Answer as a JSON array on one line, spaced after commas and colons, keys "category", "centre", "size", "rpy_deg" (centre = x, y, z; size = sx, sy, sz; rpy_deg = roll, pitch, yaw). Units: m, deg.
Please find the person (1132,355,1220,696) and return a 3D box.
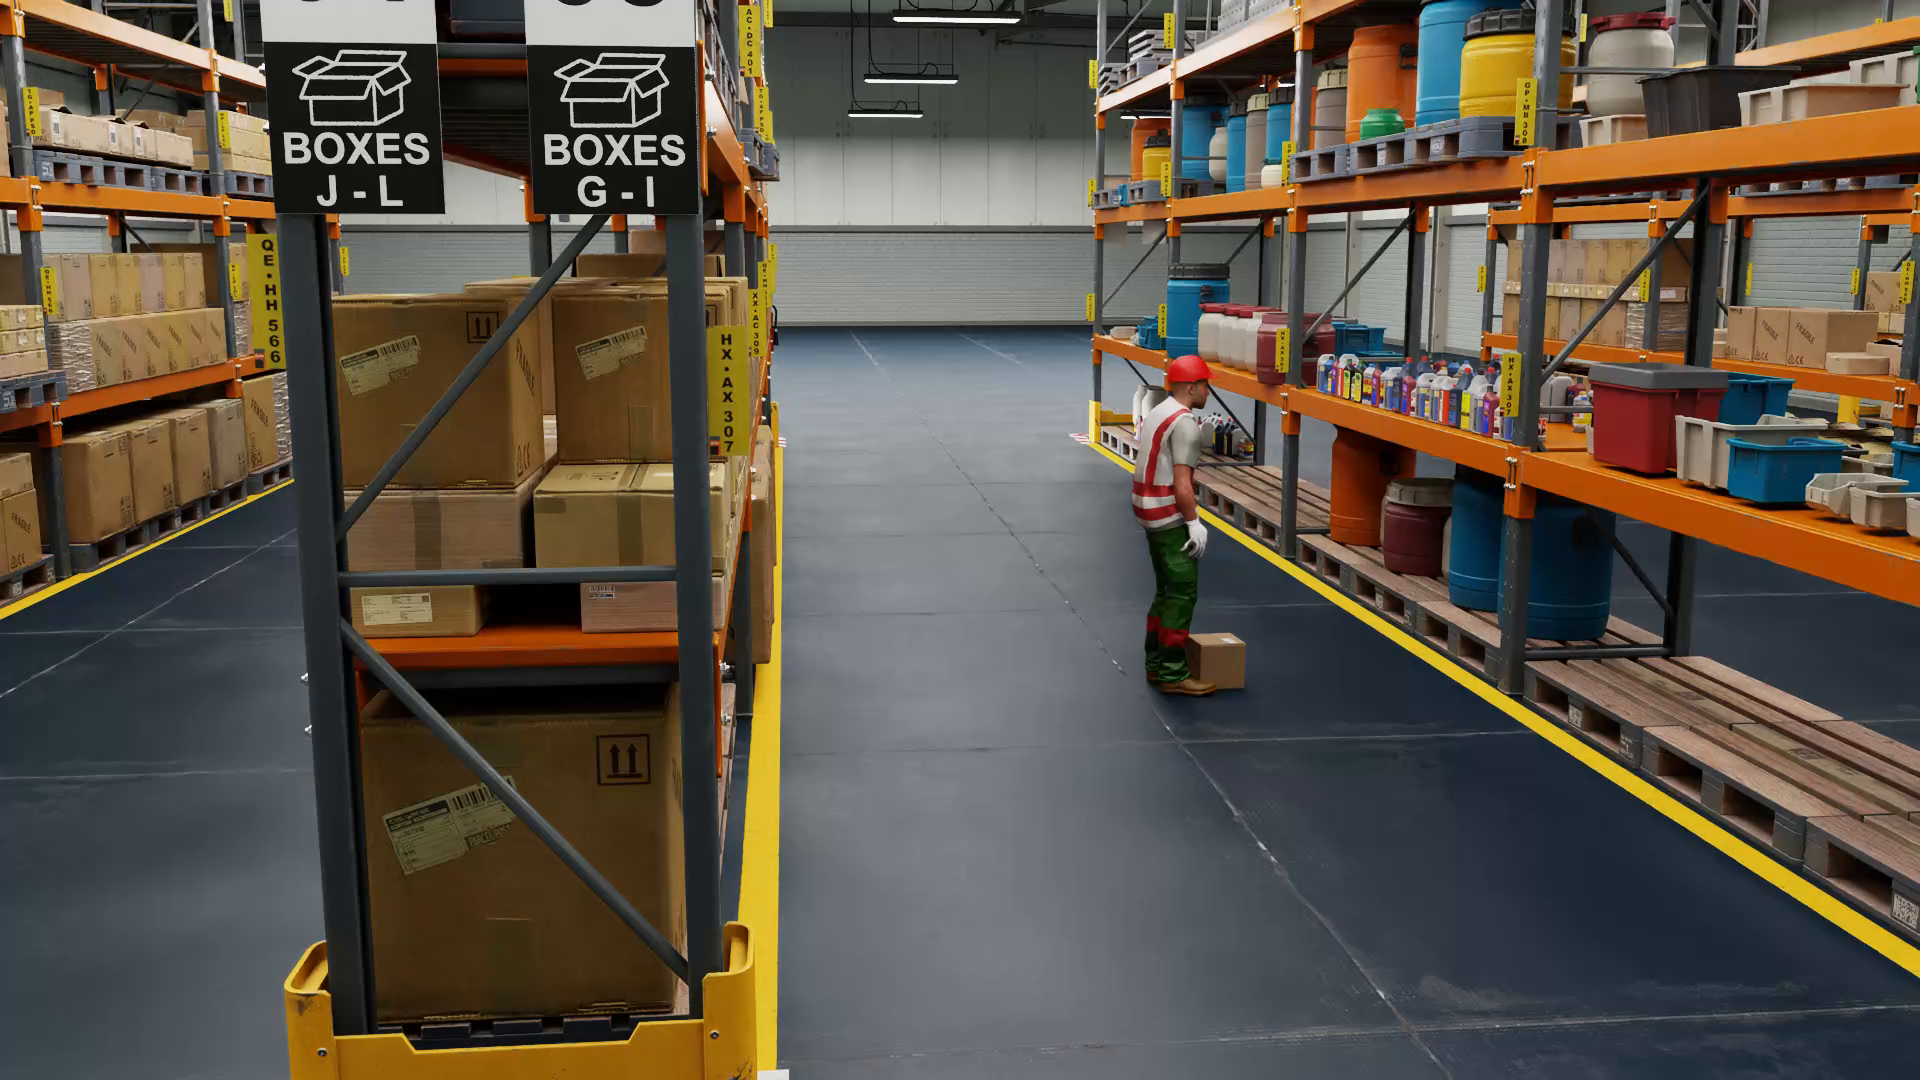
[{"category": "person", "centre": [1.158, -0.093, 8.886], "size": [0.446, 1.780, 0.620], "rpy_deg": [-2, 10, -9]}]
